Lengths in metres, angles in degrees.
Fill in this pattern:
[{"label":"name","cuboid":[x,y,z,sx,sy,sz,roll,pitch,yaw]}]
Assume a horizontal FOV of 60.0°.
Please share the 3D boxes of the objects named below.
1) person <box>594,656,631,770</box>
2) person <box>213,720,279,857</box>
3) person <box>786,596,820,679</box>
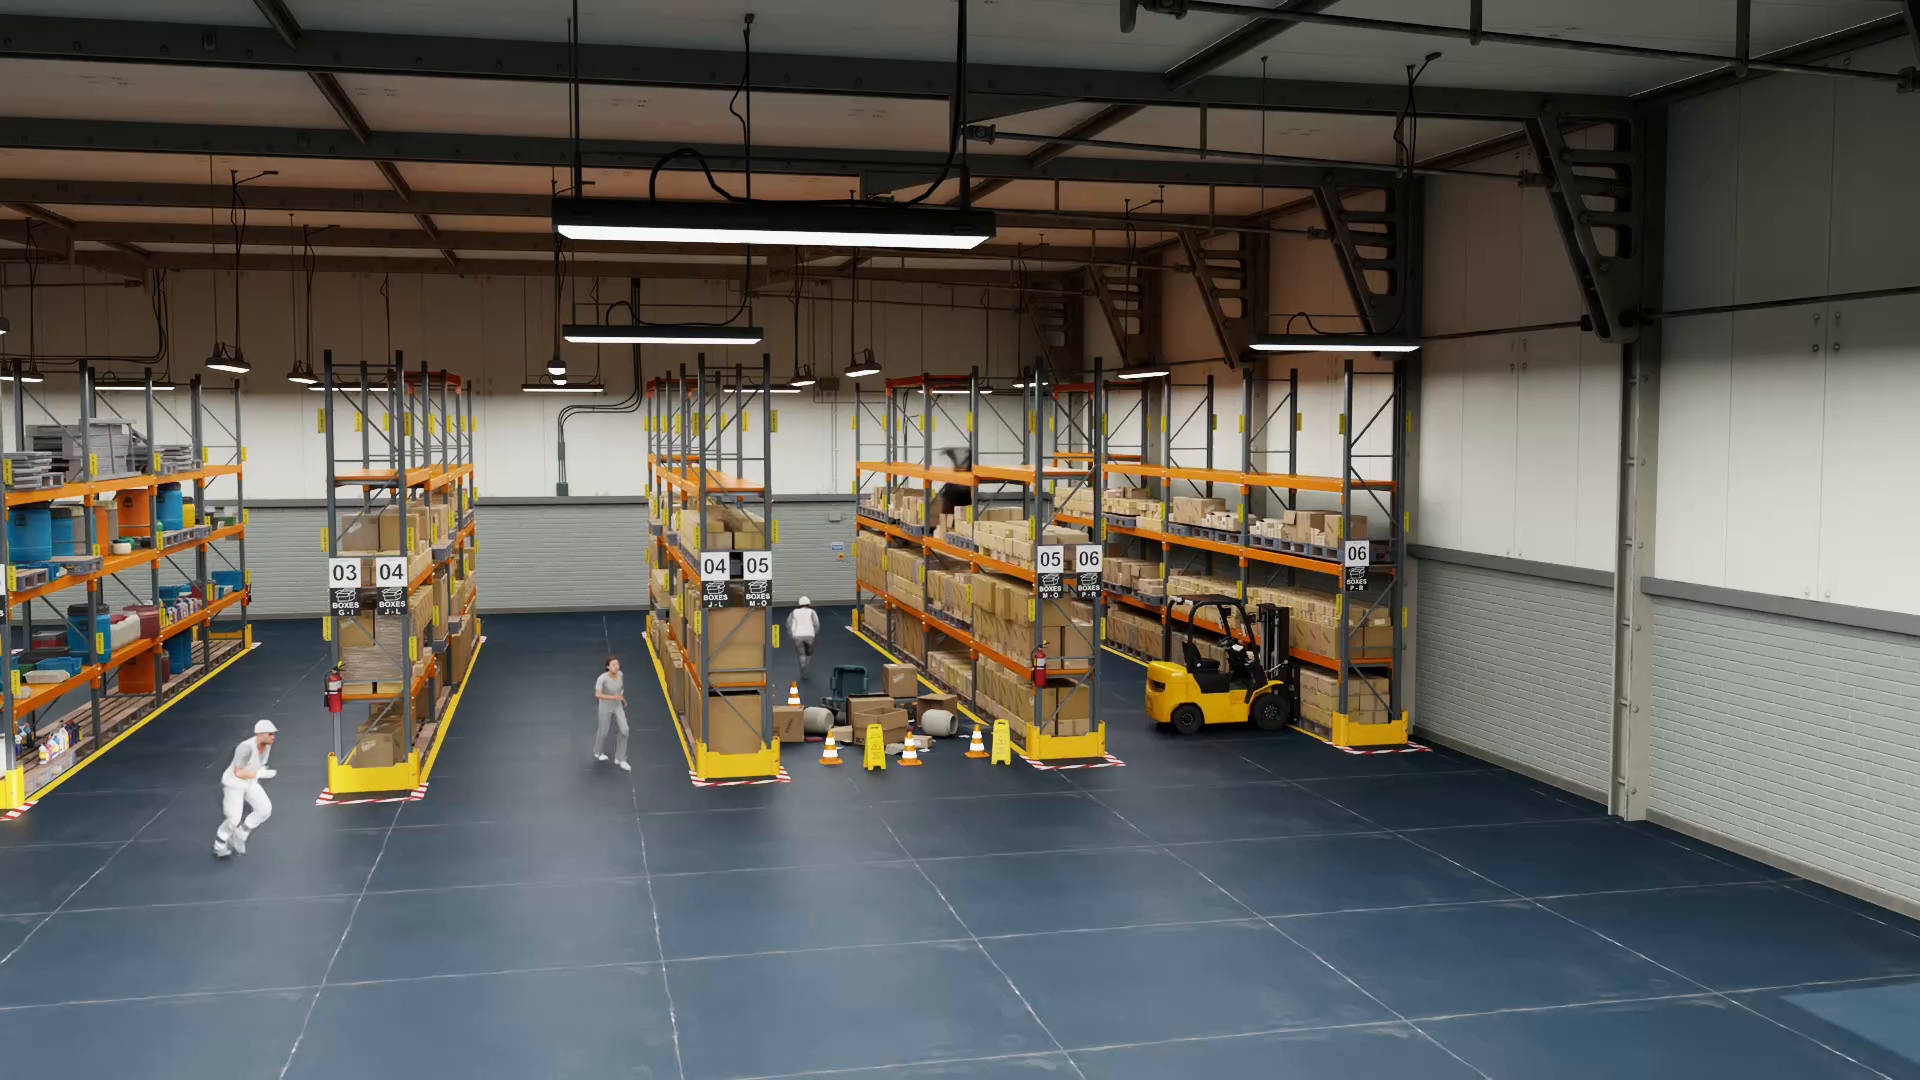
[{"label":"person","cuboid":[-5.118,2.499,24.271,0.560,1.657,0.915,-3,5,-37]},{"label":"person","cuboid":[-8.202,2.850,19.183,0.928,1.601,0.701,1,4,15]},{"label":"person","cuboid":[-3.085,1.932,32.618,0.662,1.595,0.966,0,4,-4]}]
